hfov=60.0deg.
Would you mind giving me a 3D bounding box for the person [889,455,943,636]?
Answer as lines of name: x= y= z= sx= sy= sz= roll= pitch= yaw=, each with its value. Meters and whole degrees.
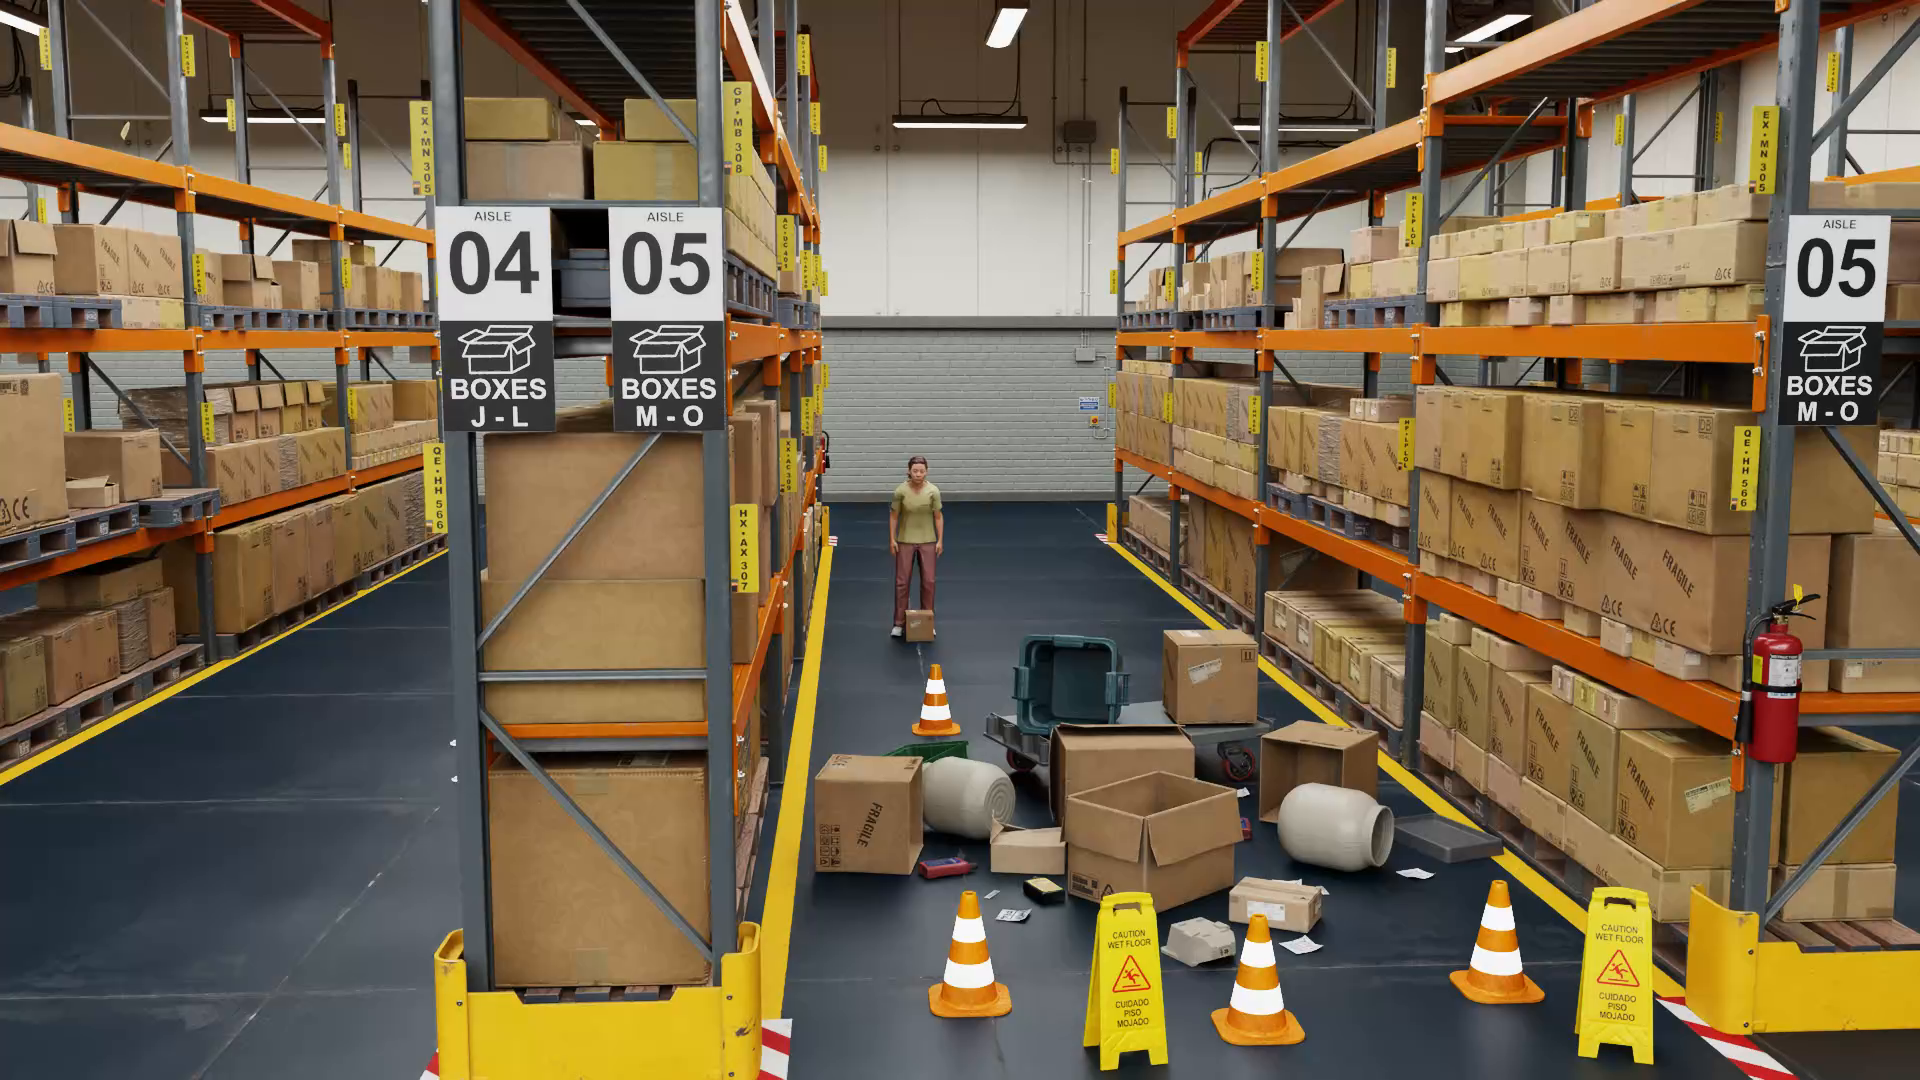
person: x=-0.401 y=0.057 z=15.368 sx=0.499 sy=1.652 sz=0.357 roll=0 pitch=7 yaw=-3
